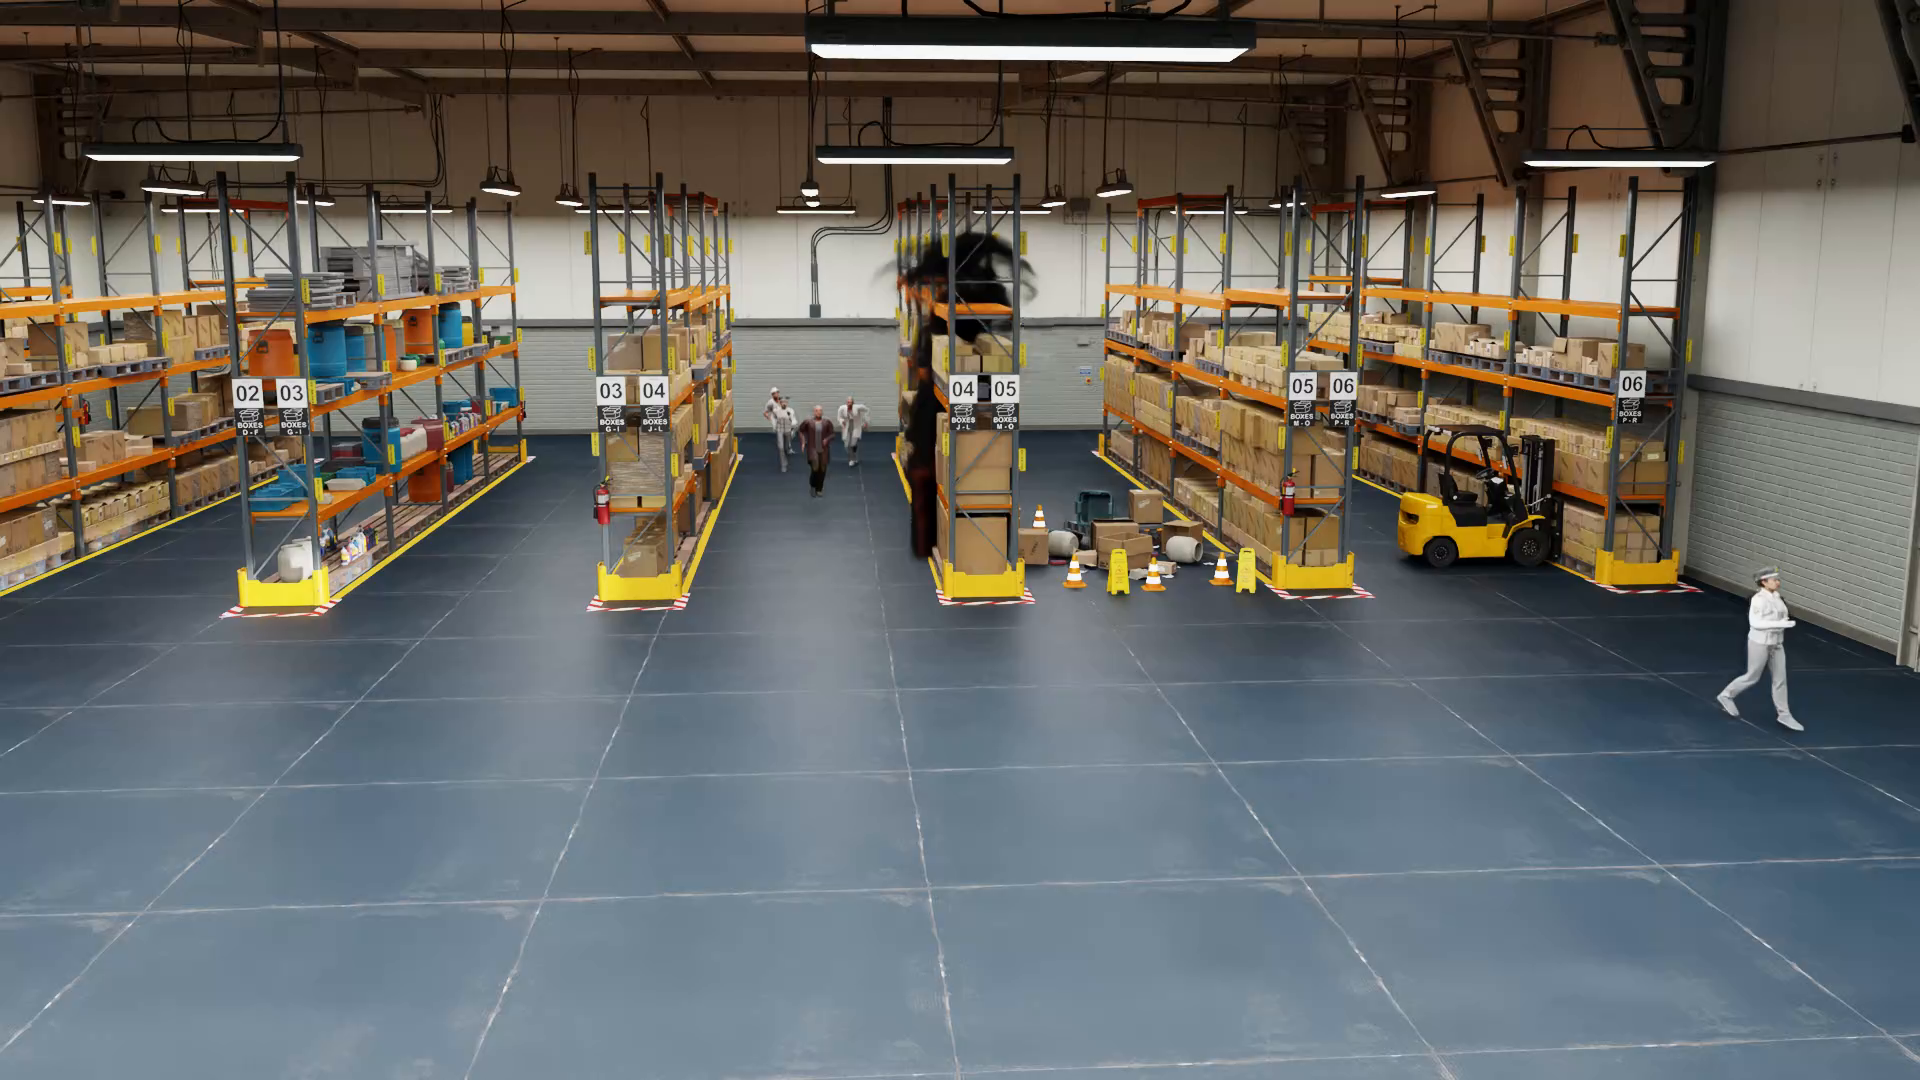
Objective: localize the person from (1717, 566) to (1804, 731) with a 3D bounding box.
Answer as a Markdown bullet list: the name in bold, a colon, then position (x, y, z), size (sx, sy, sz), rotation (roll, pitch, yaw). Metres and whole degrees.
- **person**: position (8.449, 1.093, 17.427), size (0.610, 1.688, 0.910), rotation (-7, 12, -33)

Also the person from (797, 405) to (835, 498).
- **person**: position (-2.691, -1.668, 31.519), size (0.692, 1.765, 0.656), rotation (-3, 10, -15)

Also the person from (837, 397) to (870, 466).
- **person**: position (-2.452, -2.501, 38.258), size (0.732, 1.631, 0.887), rotation (1, 10, 5)

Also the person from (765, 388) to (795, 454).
- **person**: position (-4.344, -2.874, 40.210), size (0.558, 1.648, 0.801), rotation (9, 14, 43)

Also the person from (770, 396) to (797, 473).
- **person**: position (-3.978, -2.421, 37.581), size (0.578, 1.703, 0.931), rotation (-2, 10, -13)
